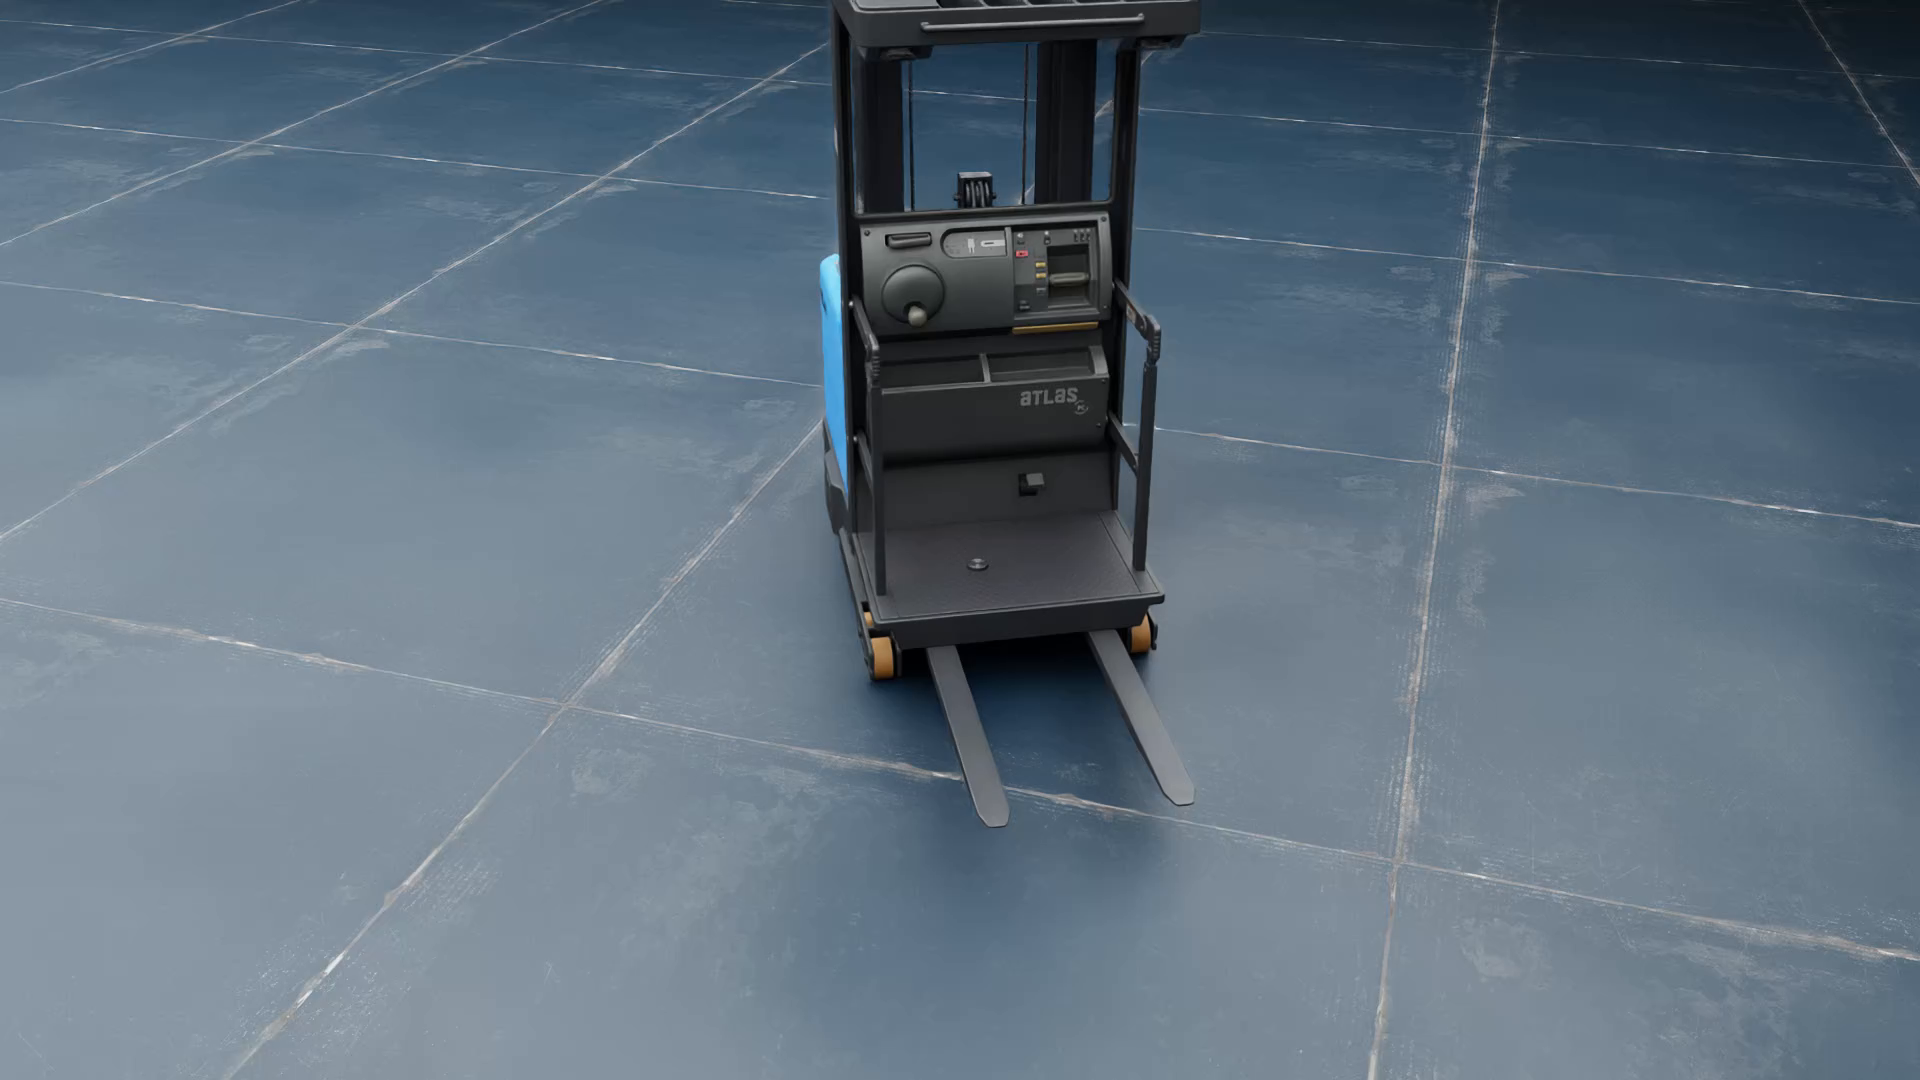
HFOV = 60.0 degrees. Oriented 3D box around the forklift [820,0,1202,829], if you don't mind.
[{"bbox_3d":[0.143,-0.944,5.931,1.130,2.935,3.031,-5,29,-9],"label":"forklift"}]
